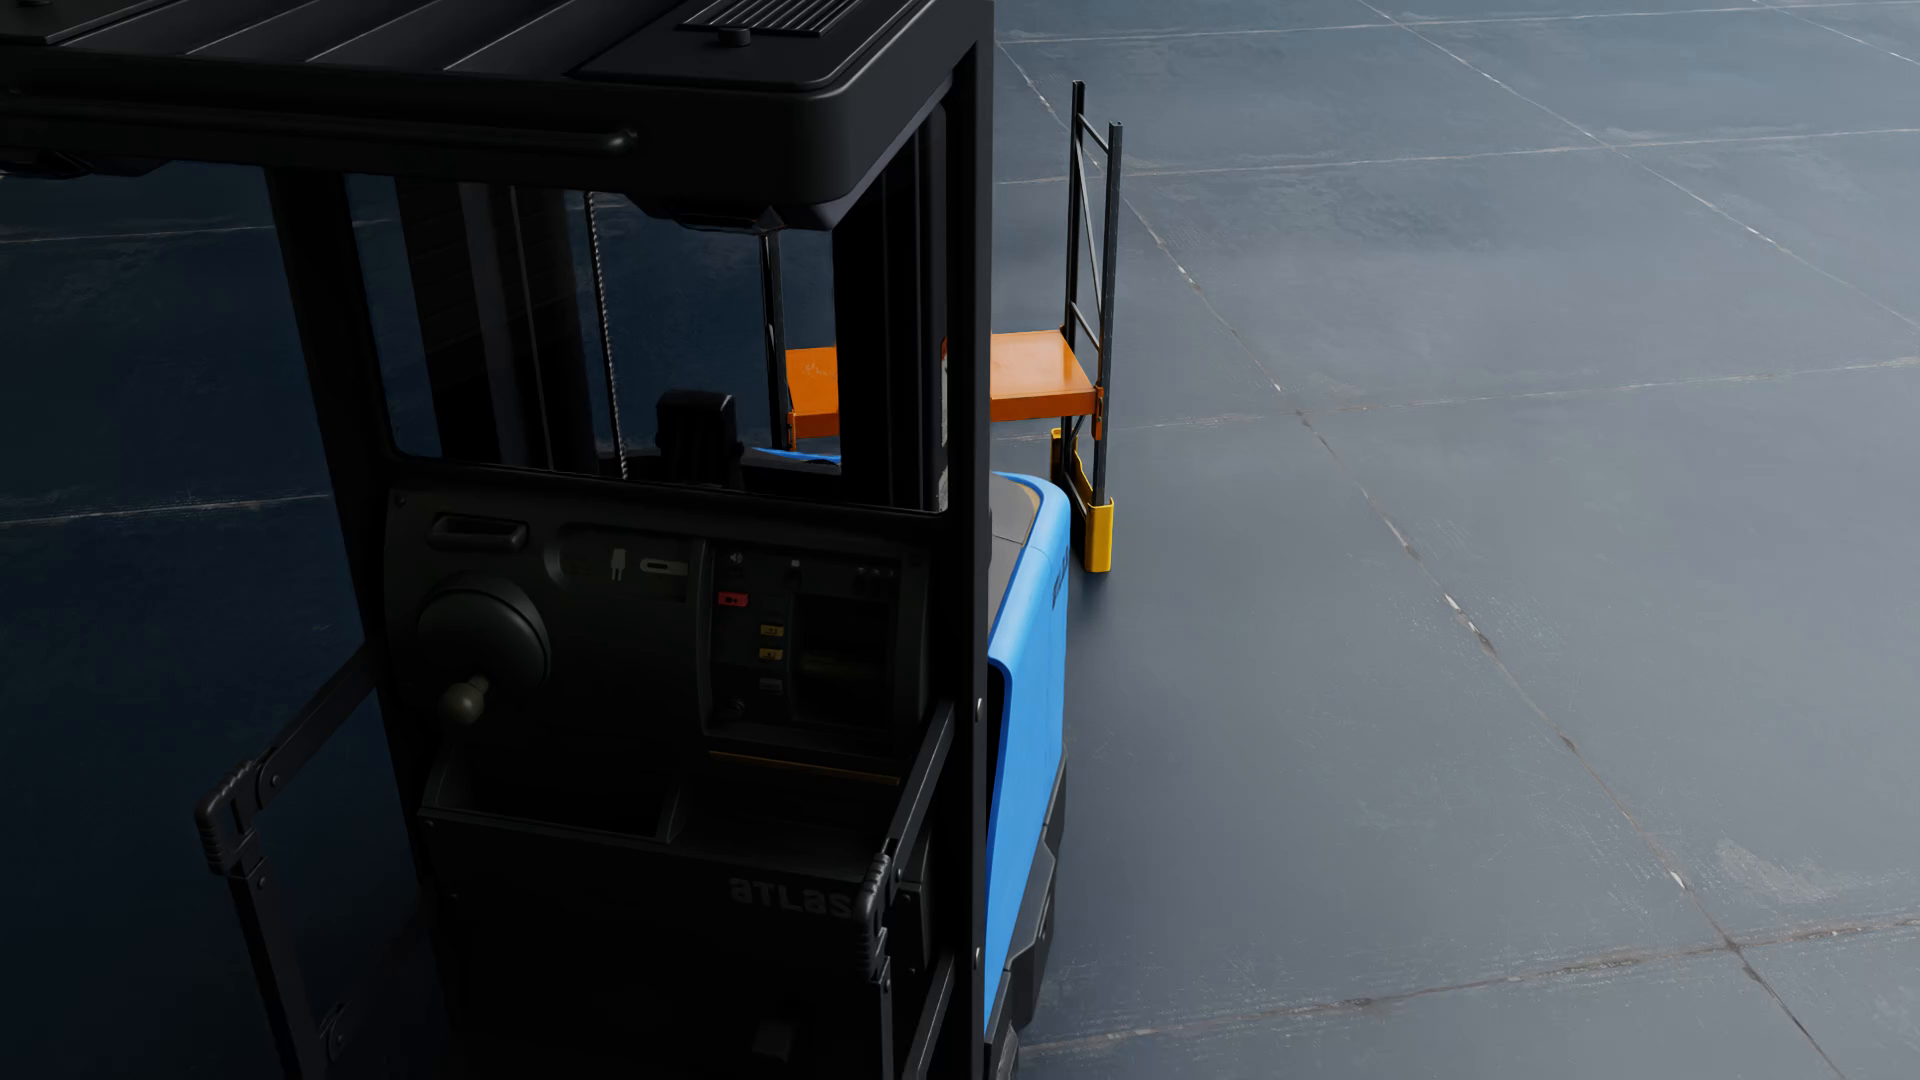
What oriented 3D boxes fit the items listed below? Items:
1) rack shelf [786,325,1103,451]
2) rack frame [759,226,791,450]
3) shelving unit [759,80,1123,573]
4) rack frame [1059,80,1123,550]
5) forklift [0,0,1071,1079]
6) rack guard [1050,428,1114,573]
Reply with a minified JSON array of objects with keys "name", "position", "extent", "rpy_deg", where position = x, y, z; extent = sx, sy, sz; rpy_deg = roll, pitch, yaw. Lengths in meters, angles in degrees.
[{"name":"rack shelf","position":[-0.084,-0.484,5.448],"extent":[1.000,0.185,0.538],"rpy_deg":[-5,31,-9]},{"name":"rack frame","position":[-0.584,-0.592,5.278],"extent":[0.032,1.500,0.500],"rpy_deg":[-5,31,-9]},{"name":"shelving unit","position":[-0.075,-0.640,5.358],"extent":[1.083,1.500,0.587],"rpy_deg":[-5,31,-9]},{"name":"rack frame","position":[0.416,-0.685,5.436],"extent":[0.032,1.500,0.500],"rpy_deg":[-5,31,-9]},{"name":"forklift","position":[-0.549,0.191,2.533],"extent":[1.130,2.935,3.031],"rpy_deg":[6,31,11]},{"name":"rack guard","position":[0.415,-0.146,5.752],"extent":[0.087,0.250,0.587],"rpy_deg":[-5,31,-9]}]
